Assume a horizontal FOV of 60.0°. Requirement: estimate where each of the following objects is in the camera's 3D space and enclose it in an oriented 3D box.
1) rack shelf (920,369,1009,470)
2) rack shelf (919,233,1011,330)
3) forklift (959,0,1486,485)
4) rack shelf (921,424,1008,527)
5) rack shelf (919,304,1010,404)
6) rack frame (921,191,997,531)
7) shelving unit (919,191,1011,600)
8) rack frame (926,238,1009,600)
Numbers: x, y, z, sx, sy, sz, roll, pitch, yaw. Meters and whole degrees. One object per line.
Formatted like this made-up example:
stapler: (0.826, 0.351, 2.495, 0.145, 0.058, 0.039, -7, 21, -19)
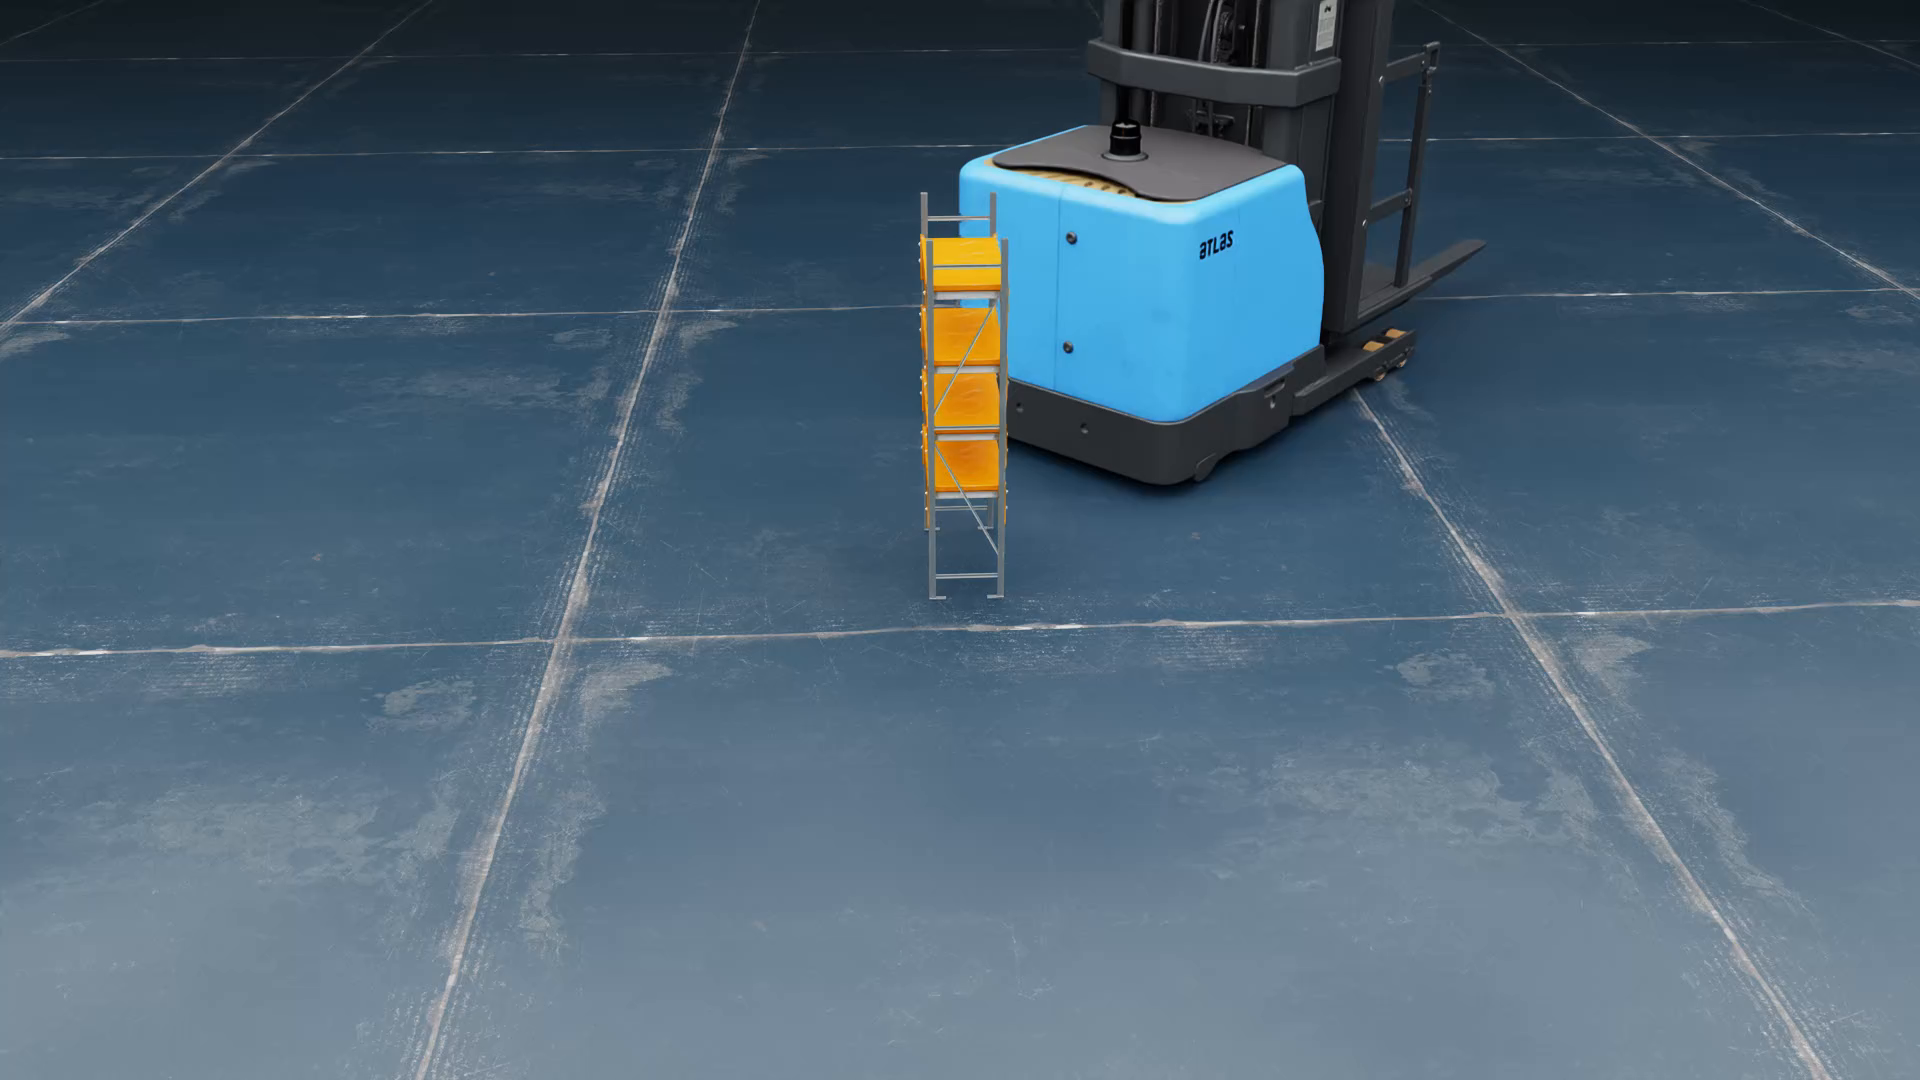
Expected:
rack shelf: (0.009, -0.396, 5.357, 0.258, 0.148, 0.480, -1, 28, -3)
rack shelf: (0.009, -0.804, 5.144, 0.258, 0.148, 0.480, -1, 28, -3)
forklift: (1.313, -2.105, 6.616, 1.130, 2.935, 3.031, 21, 34, 35)
rack shelf: (0.009, -0.220, 5.449, 0.258, 0.148, 0.480, -1, 28, -3)
rack shelf: (0.009, -0.594, 5.254, 0.258, 0.148, 0.480, -1, 28, -3)
rack frame: (-0.004, -0.568, 5.542, 0.240, 1.200, 0.015, -1, 28, -3)
shelving unit: (0.009, -0.456, 5.326, 0.258, 1.200, 0.503, -1, 28, -3)
rack frame: (0.021, -0.343, 5.110, 0.240, 1.200, 0.015, -1, 28, -3)
